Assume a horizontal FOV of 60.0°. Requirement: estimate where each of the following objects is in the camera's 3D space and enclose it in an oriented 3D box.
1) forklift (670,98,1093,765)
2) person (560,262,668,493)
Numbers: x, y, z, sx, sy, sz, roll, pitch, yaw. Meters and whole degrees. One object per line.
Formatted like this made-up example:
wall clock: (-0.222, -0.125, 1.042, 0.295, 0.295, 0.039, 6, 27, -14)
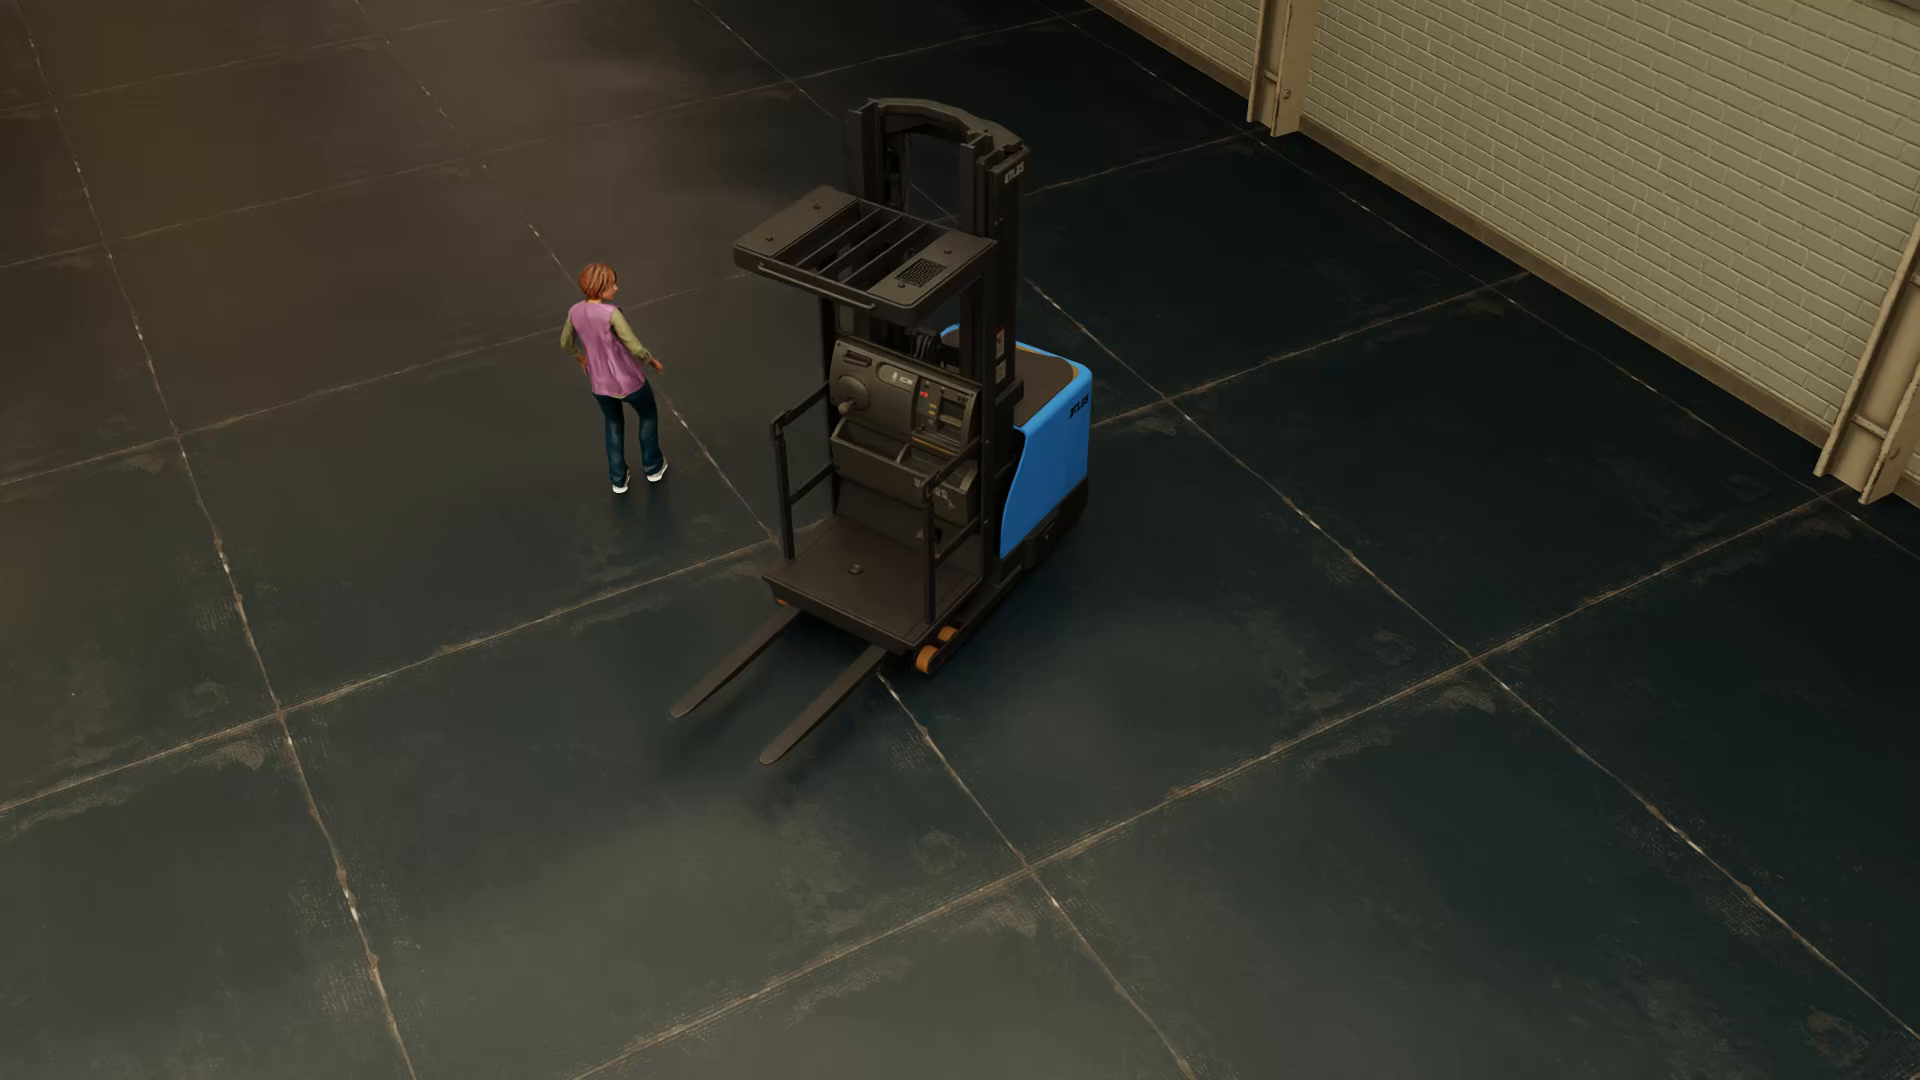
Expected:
forklift: (-0.431, -0.716, 8.899, 1.130, 2.935, 3.031, 23, 45, 25)
person: (-2.140, -1.000, 10.345, 0.611, 1.536, 0.446, 9, 41, 11)
